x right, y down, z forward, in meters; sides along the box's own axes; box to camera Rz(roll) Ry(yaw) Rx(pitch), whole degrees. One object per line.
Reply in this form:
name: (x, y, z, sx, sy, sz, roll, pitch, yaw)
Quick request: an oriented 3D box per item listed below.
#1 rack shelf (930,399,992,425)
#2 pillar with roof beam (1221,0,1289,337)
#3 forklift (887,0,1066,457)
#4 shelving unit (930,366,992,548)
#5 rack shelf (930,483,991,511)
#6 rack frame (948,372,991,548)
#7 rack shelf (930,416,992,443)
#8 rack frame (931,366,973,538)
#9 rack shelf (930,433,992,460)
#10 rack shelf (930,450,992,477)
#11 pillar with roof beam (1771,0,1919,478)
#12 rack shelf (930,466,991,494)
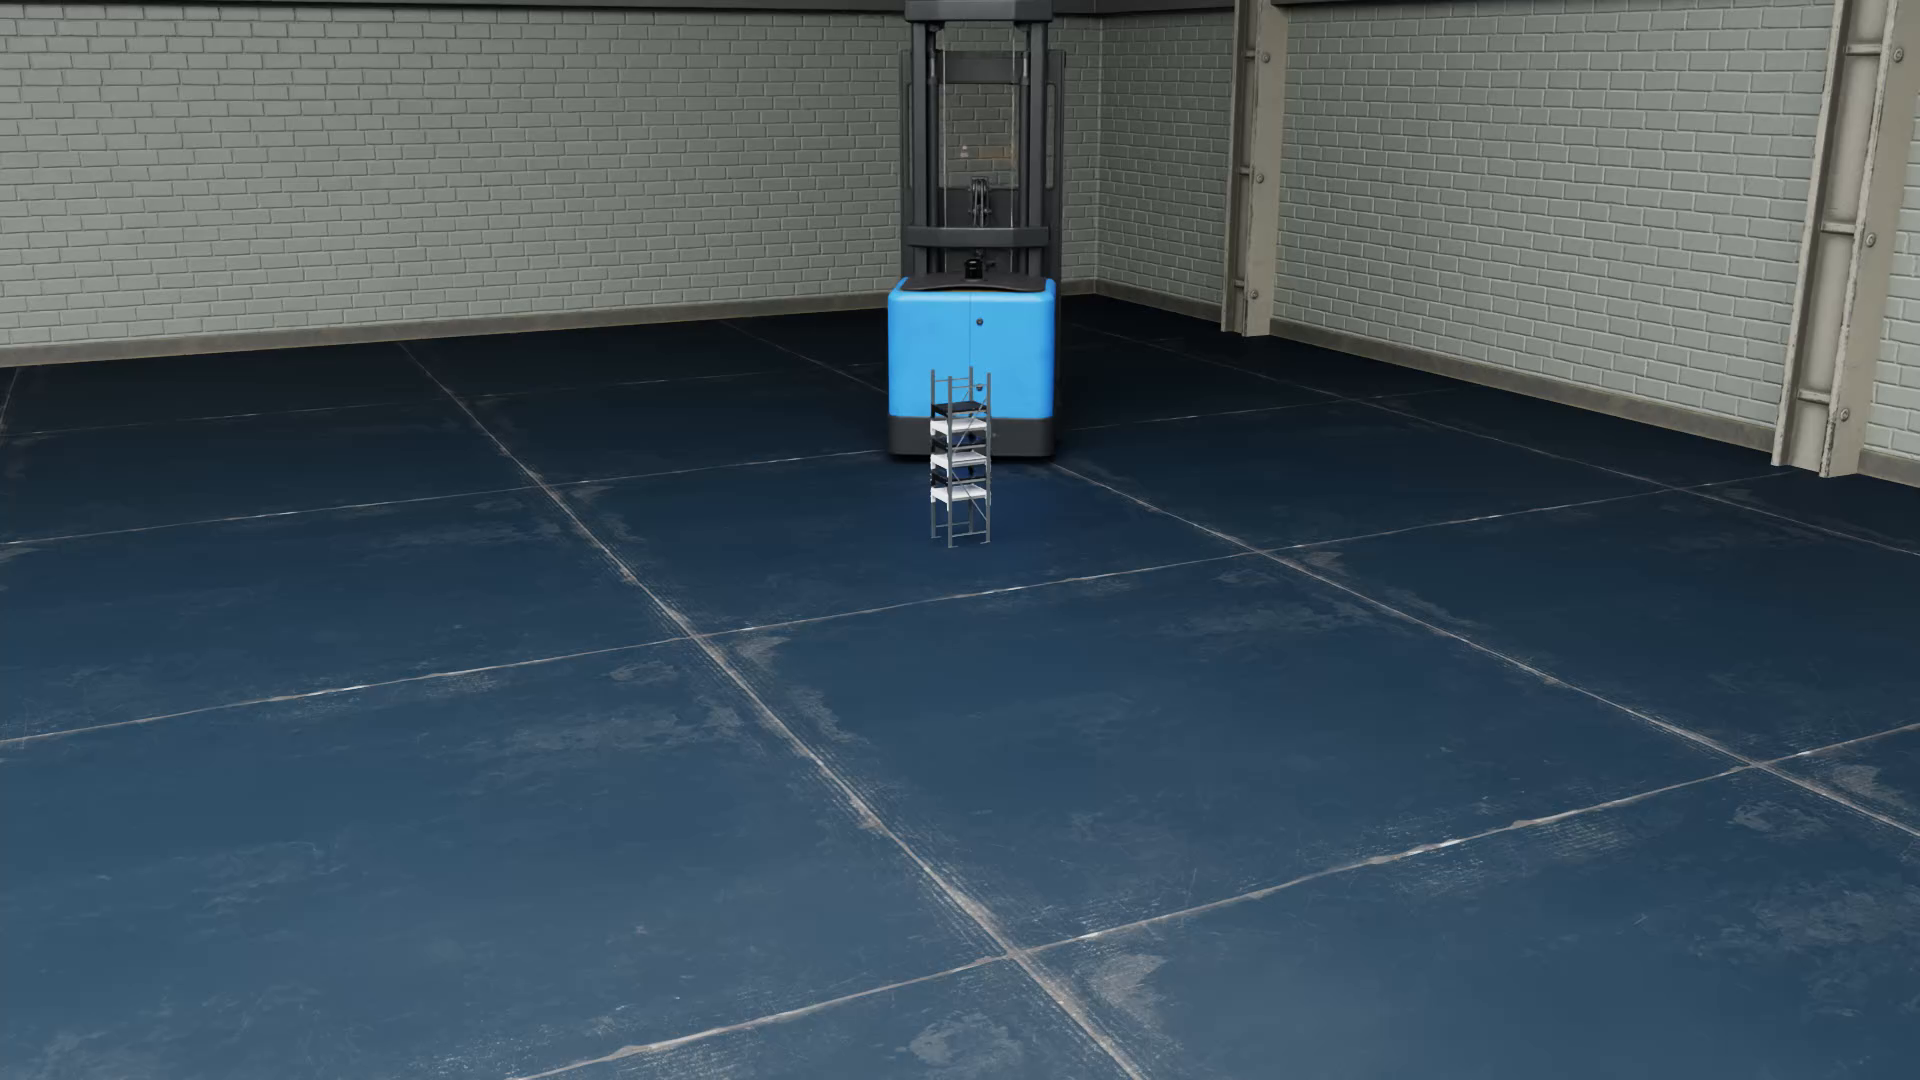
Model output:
rack shelf: (0.004, -0.658, 8.554, 0.258, 0.077, 0.200, -8, 18, -25)
pillar with roof beam: (-1.205, -5.737, 12.427, 9.100, 9.000, 0.400, -8, 18, -25)
forklift: (0.160, -2.278, 11.376, 1.130, 2.935, 3.031, 1, 16, 4)
shelving unit: (0.004, -0.431, 8.620, 0.258, 0.900, 0.210, -8, 18, -25)
rack shelf: (0.004, -0.225, 8.678, 0.258, 0.077, 0.200, -8, 18, -25)
rack frame: (0.048, -0.405, 8.532, 0.240, 0.900, 0.006, -8, 18, -25)
rack shelf: (0.004, -0.572, 8.579, 0.258, 0.077, 0.200, -8, 18, -25)
rack frame: (-0.041, -0.456, 8.707, 0.240, 0.900, 0.006, -8, 18, -25)
rack shelf: (0.004, -0.485, 8.604, 0.258, 0.077, 0.200, -8, 18, -25)
rack shelf: (0.004, -0.398, 8.629, 0.258, 0.077, 0.200, -8, 18, -25)
pillar with roof beam: (1.423, -4.249, 7.243, 9.100, 9.000, 0.400, -8, 18, -25)
rack shelf: (0.004, -0.312, 8.654, 0.258, 0.077, 0.200, -8, 18, -25)
